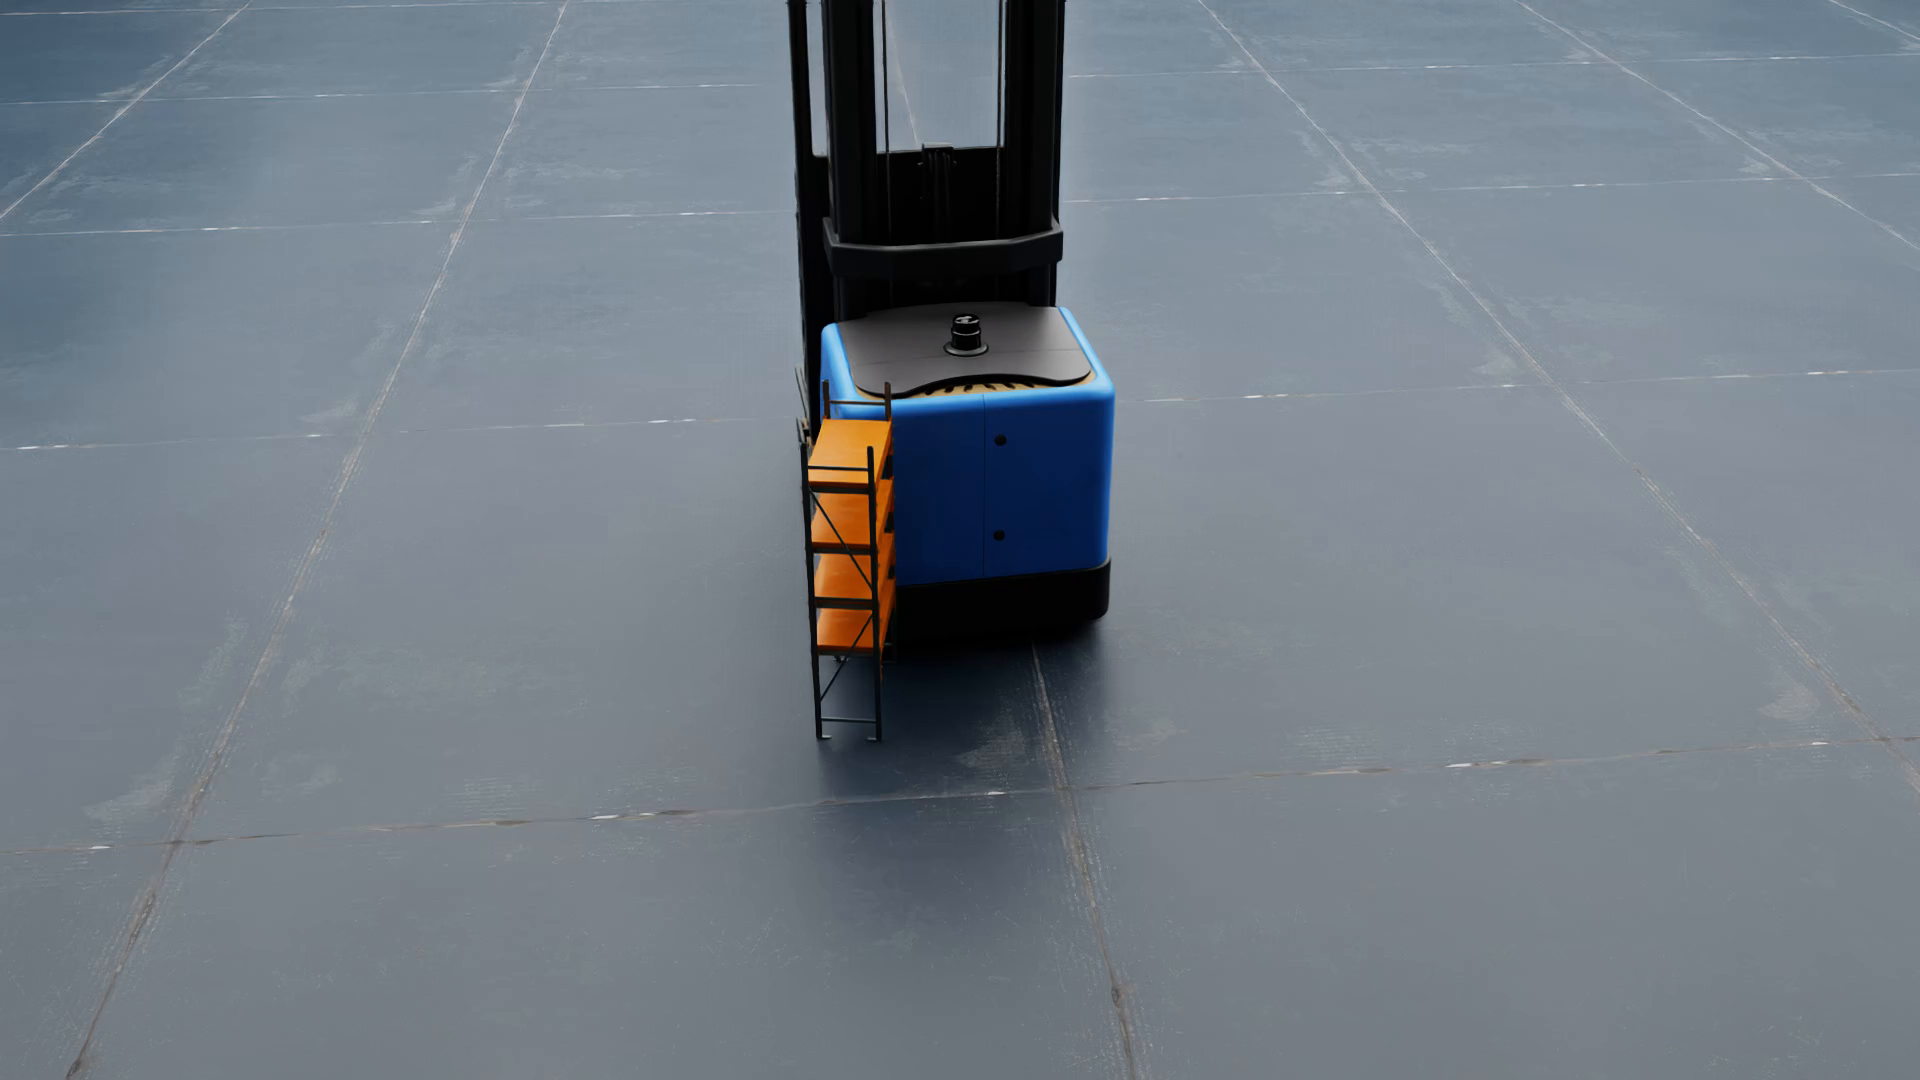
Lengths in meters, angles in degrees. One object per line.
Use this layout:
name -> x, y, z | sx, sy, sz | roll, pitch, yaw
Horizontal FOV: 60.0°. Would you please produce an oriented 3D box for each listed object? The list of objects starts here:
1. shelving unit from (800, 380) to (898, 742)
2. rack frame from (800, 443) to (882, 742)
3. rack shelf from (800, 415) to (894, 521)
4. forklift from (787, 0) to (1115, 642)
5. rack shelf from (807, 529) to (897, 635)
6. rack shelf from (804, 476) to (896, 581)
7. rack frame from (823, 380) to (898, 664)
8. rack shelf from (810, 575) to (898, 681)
shelving unit -> -0.382, 0.083, 5.941 | 0.258, 1.200, 0.503 | 2, 31, 4
rack frame -> -0.402, 0.208, 5.732 | 0.240, 1.200, 0.015 | 2, 31, 4
rack shelf -> -0.382, -0.254, 5.739 | 0.258, 0.148, 0.480 | 2, 31, 4
forklift -> -0.173, -1.601, 7.073 | 1.130, 2.935, 3.031 | -5, 31, -9
rack shelf -> -0.382, 0.141, 5.975 | 0.258, 0.148, 0.480 | 2, 31, 4
rack shelf -> -0.382, -0.051, 5.860 | 0.258, 0.148, 0.480 | 2, 31, 4
rack frame -> -0.362, -0.041, 6.149 | 0.240, 1.200, 0.015 | 2, 31, 4
rack shelf -> -0.382, 0.311, 6.077 | 0.258, 0.148, 0.480 | 2, 31, 4
